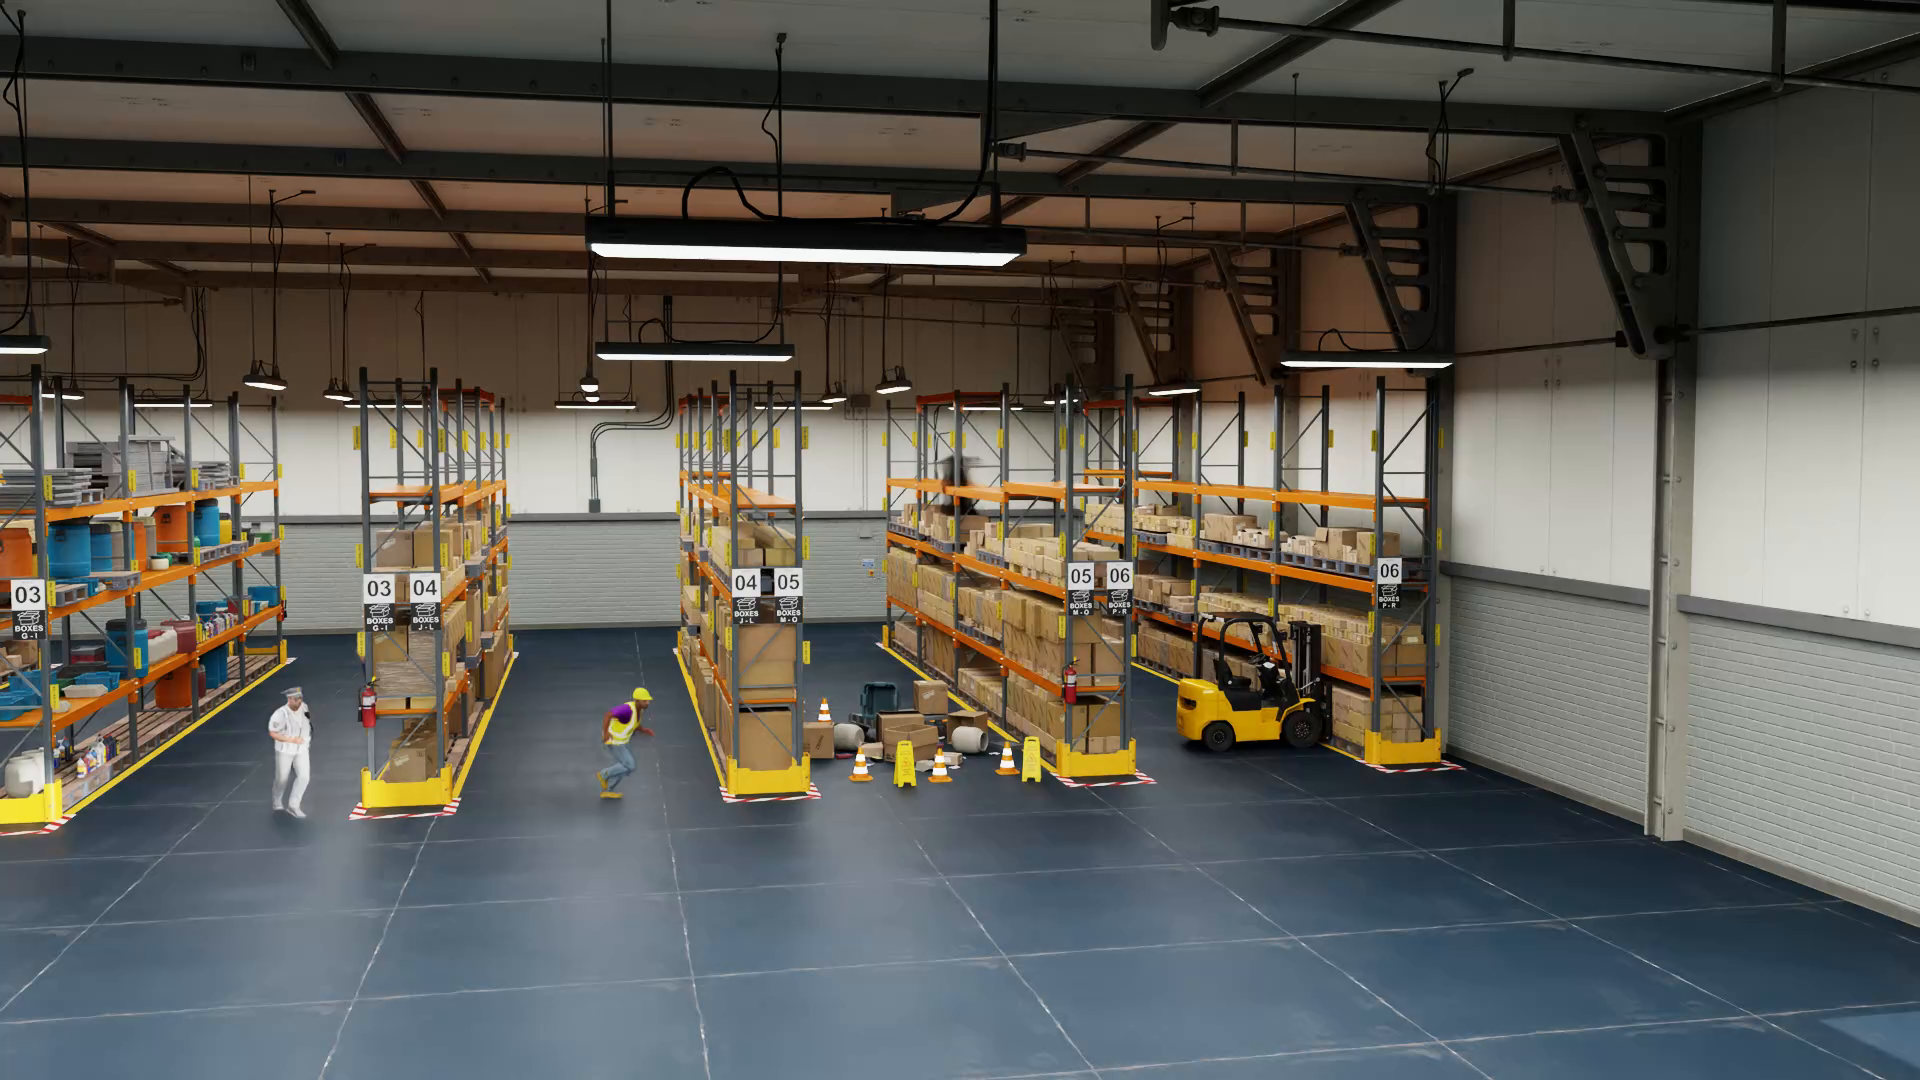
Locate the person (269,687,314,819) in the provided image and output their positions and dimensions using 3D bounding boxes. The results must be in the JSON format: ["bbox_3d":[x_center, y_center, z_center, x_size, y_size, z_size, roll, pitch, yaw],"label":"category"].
[{"bbox_3d":[-8.997,2.824,22.270,0.641,1.786,0.801,-3,5,-44],"label":"person"}]

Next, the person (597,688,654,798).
[{"bbox_3d":[-4.665,2.839,23.149,0.803,1.572,0.737,1,4,14],"label":"person"}]

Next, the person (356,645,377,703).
[{"bbox_3d":[-11.030,2.375,31.242,0.606,1.572,0.639,-1,4,-20],"label":"person"}]
